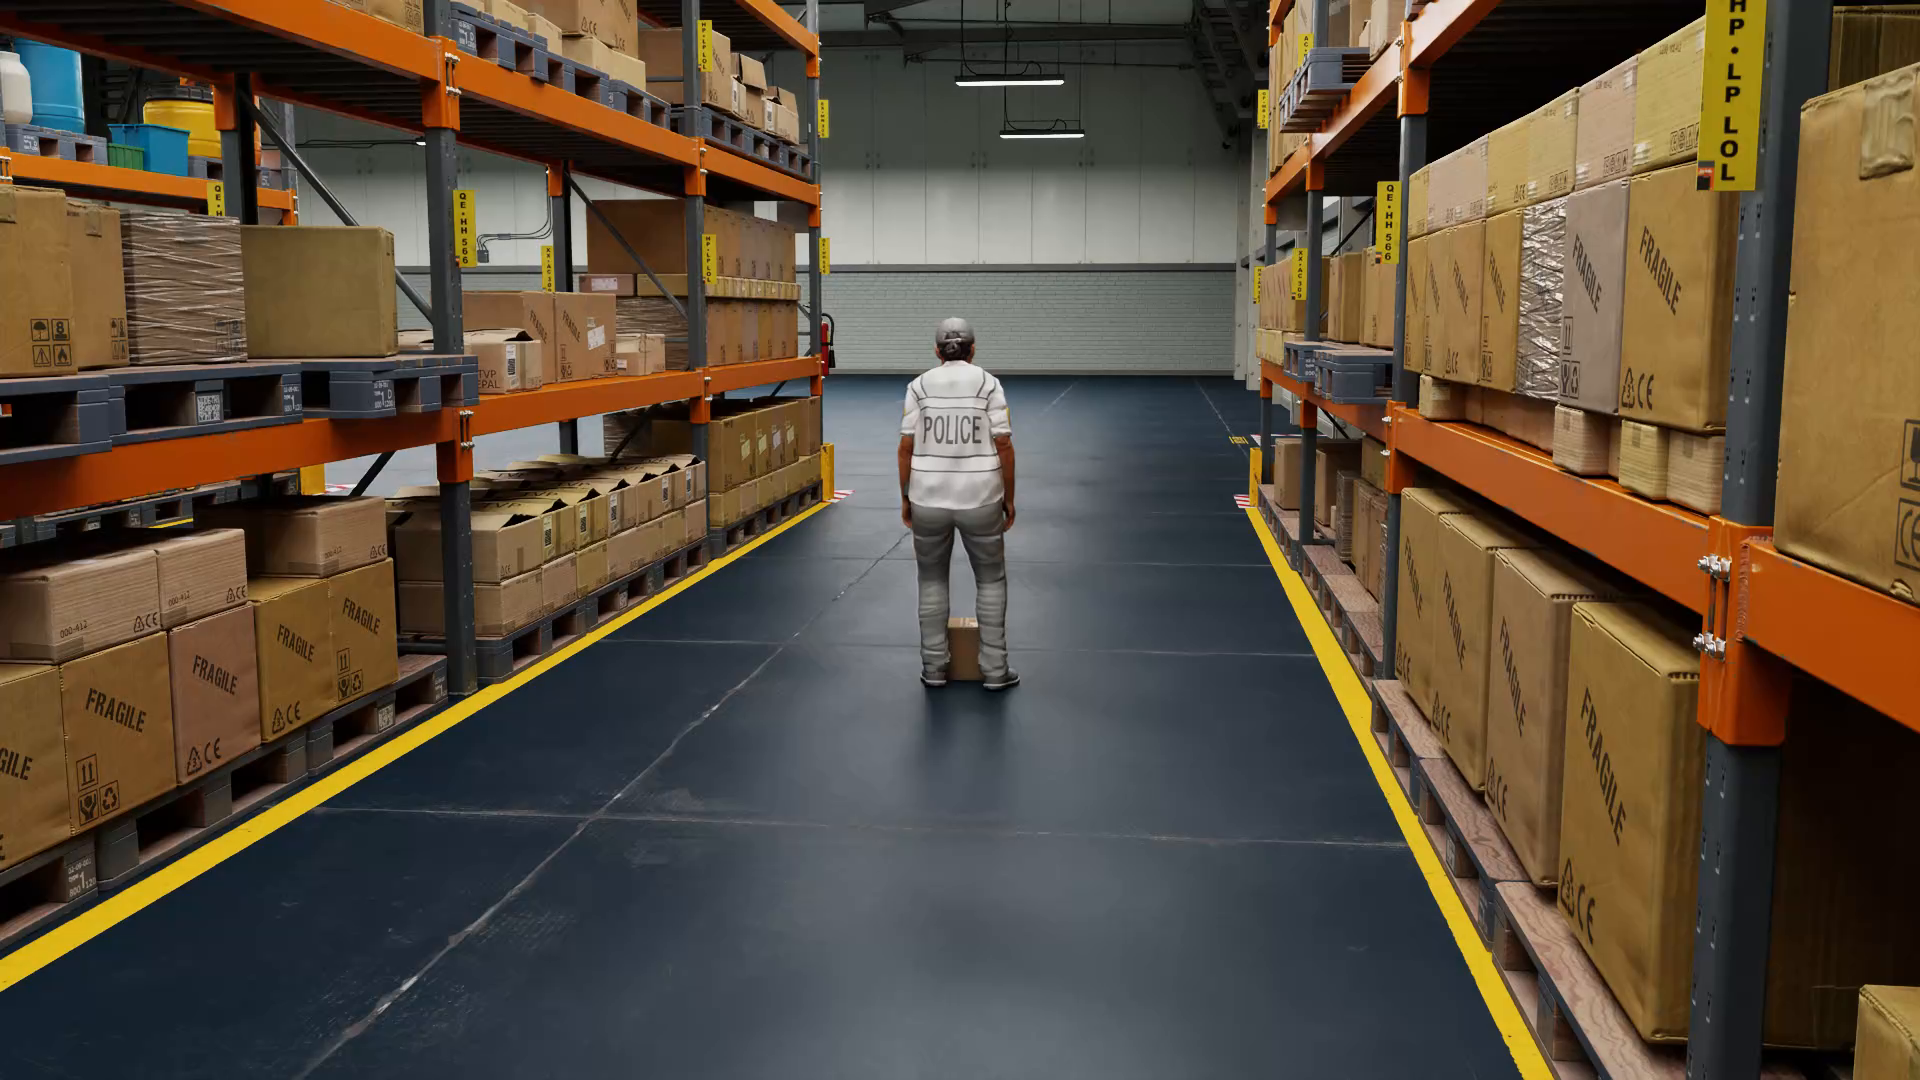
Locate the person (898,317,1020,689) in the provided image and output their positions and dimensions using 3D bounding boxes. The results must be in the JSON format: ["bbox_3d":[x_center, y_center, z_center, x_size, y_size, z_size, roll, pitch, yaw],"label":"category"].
[{"bbox_3d":[-0.003,-0.163,7.477,0.539,1.667,0.466,1,8,6],"label":"person"}]
